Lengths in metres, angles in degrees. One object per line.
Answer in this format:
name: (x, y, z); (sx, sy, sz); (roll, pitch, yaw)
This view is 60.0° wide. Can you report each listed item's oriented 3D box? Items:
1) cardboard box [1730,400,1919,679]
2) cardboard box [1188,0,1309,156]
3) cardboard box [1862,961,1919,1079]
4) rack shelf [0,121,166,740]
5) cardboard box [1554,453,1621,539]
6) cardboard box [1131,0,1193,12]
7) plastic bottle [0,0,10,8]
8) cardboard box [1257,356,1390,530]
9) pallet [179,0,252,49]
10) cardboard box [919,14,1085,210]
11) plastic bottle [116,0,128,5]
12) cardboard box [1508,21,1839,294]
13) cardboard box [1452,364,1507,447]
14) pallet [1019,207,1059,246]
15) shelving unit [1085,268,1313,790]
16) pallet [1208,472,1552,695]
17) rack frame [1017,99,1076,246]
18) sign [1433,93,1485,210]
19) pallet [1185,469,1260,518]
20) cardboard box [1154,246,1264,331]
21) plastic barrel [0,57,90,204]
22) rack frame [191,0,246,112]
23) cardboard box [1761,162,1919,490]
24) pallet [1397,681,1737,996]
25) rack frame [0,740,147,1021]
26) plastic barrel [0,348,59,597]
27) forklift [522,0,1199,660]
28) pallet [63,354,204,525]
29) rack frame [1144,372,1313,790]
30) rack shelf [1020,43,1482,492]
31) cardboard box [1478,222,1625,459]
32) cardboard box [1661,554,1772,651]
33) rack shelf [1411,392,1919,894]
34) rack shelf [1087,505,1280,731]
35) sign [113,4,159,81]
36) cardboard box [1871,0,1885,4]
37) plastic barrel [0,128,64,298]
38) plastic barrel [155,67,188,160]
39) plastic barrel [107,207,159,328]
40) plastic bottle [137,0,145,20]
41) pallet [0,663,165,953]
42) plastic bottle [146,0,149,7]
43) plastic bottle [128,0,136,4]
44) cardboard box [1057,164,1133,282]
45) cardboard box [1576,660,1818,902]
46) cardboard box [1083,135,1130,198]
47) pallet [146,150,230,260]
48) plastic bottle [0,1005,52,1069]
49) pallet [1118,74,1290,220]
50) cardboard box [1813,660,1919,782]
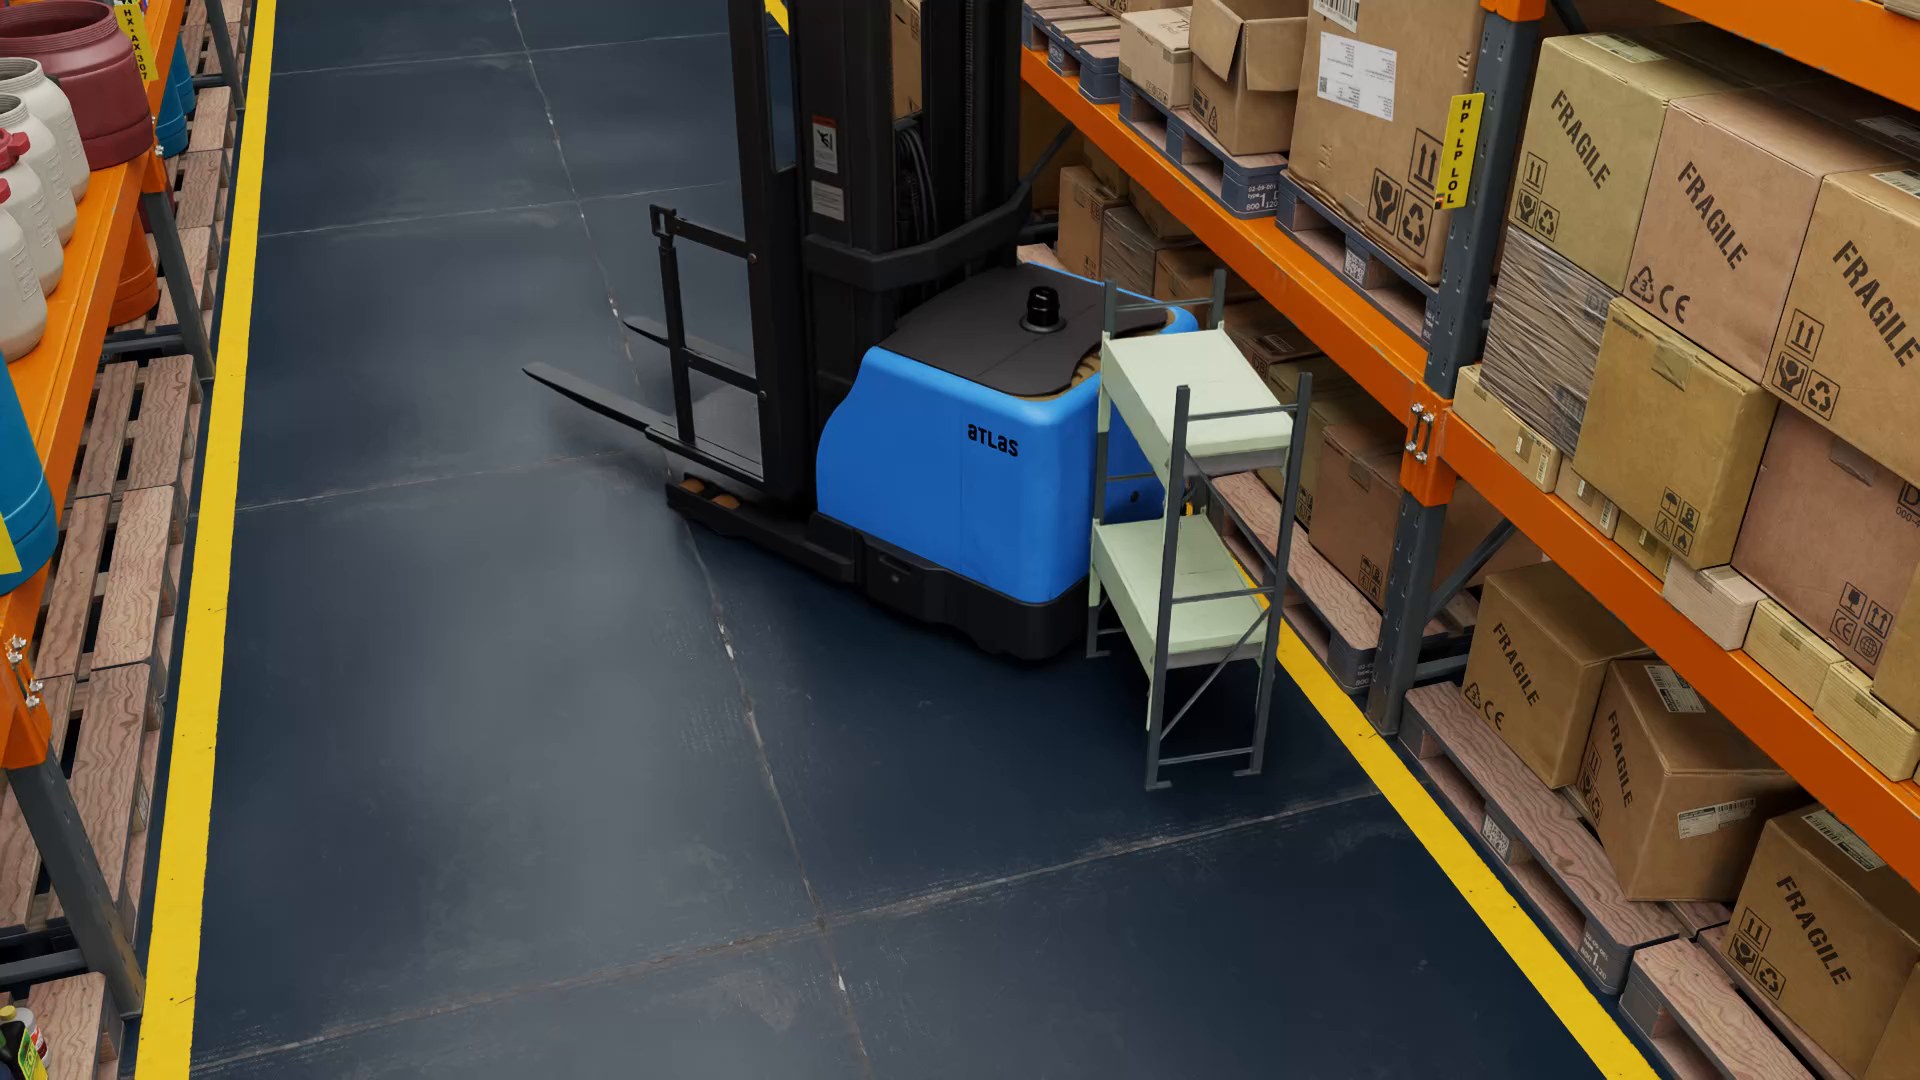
cardboard box: (2.353, -0.090, 3.805); (0.875, 0.500, 0.500); (-10, 35, -15)
cardboard box: (1.291, -1.798, 6.275); (0.797, 0.503, 0.637); (-7, 34, -10)
cardboard box: (2.565, 1.312, 3.929); (0.500, 0.500, 0.500); (-7, 34, -10)
rack shelf: (-3.420, -0.602, 5.592); (1.077, 0.370, 4.000); (-10, 35, -15)
cardboard box: (1.853, -0.156, 4.494); (0.380, 0.149, 0.250); (-10, 35, -15)
cardboard box: (1.156, -2.449, 7.263); (0.700, 0.500, 0.500); (-5, 34, -8)
plastic bottle: (-4.827, -2.765, 8.320); (0.061, 0.283, 0.133); (-10, 35, -15)
cardboard box: (1.613, -0.405, 6.510); (0.700, 0.500, 0.500); (-10, 35, -15)
pallet: (-5.887, -3.910, 12.475); (1.003, 0.211, 1.213); (-10, 35, -15)
cardboard box: (0.497, -2.439, 9.267); (1.225, 0.875, 0.875); (-12, 35, -17)
plastic bottle: (-3.992, -2.506, 7.927); (0.061, 0.283, 0.133); (-10, 35, -15)
cardboard box: (1.803, -0.989, 4.258); (0.500, 0.500, 0.500); (-10, 35, -15)
cardboard box: (1.687, -0.416, 4.887); (0.380, 0.149, 0.250); (-10, 35, -15)
pallet: (0.519, -2.048, 9.658); (1.003, 0.211, 1.213); (-10, 35, -15)
shelving unit: (0.734, -0.024, 5.426); (0.431, 1.500, 0.755); (-7, 34, -10)
pallet: (1.668, 0.070, 6.452); (1.003, 0.211, 1.213); (-10, 35, -15)
rack frame: (0.687, -2.785, 8.244); (1.000, 3.000, 0.127); (-10, 35, -15)
sign: (1.380, -1.073, 4.602); (0.100, 0.325, 0.005); (-10, 35, -15)
pallet: (1.293, -0.572, 7.423); (1.003, 0.211, 1.213); (-10, 35, -15)
cardboard box: (1.272, -0.992, 7.398); (0.700, 0.500, 0.500); (-7, 34, -11)
plastic barrel: (-3.512, -1.494, 6.189); (0.421, 0.512, 0.421); (0, 33, 0)
rack frame: (-5.250, -4.052, 10.161); (1.000, 3.000, 0.127); (-10, 35, -15)
cardboard box: (2.108, -0.464, 3.464); (0.500, 0.500, 0.500); (-10, 35, -15)
pallet: (2.146, 0.825, 5.310); (1.003, 0.211, 1.213); (-10, 35, -15)
rack frame: (-2.810, 0.148, 3.805); (1.000, 3.000, 0.127); (-10, 35, -15)
plastic barrel: (-2.639, -0.315, 4.051); (0.600, 0.901, 0.708); (-10, 35, -15)
forklift: (-0.587, -1.449, 6.285); (3.031, 2.935, 1.130); (23, 40, 31)
pallet: (-3.830, -0.375, 7.126); (1.003, 0.211, 1.213); (-10, 35, -15)
rack frame: (0.809, 0.174, 5.127); (0.400, 1.500, 0.023); (-7, 34, -10)
rack shelf: (1.297, -1.435, 6.853); (1.077, 0.370, 4.000); (-10, 35, -15)
cardboard box: (1.986, -0.604, 4.583); (0.875, 0.500, 0.500); (-10, 35, -15)
cardboard box: (1.975, 0.111, 4.088); (0.380, 0.149, 0.250); (-10, 35, -15)
rack shelf: (2.517, 0.665, 3.675); (1.077, 0.370, 4.000); (-10, 35, -15)
rack shelf: (0.734, 0.248, 5.606); (0.431, 0.370, 0.720); (-7, 34, -10)
sign: (-3.508, -2.116, 7.084); (0.100, 0.325, 0.005); (-10, 35, -15)
cardboard box: (1.967, -1.317, 3.438); (0.500, 0.250, 0.500); (-10, 35, -15)
plastic barrel: (-3.248, -1.060, 5.510); (0.433, 0.535, 0.433); (0, 33, 0)
plastic barrel: (-4.884, -2.692, 9.625); (0.600, 0.901, 0.708); (-10, 35, -15)
plastic barrel: (-4.195, -1.476, 7.850); (0.600, 0.830, 0.708); (-10, 35, -15)
plastic bottle: (-4.145, -2.731, 8.278); (0.097, 0.271, 0.097); (0, 33, 0)
pallet: (-3.086, 0.906, 5.188); (1.003, 0.211, 1.213); (-10, 35, -15)
plastic bottle: (-4.215, -2.852, 8.461); (0.097, 0.271, 0.097); (0, 33, 0)
plastic bottle: (-4.063, -2.627, 8.110); (0.061, 0.283, 0.133); (-10, 35, -15)
cardboard box: (0.911, -1.577, 8.284); (0.700, 0.500, 0.500); (-12, 35, -17)
cardboard box: (2.173, 0.699, 4.858); (0.500, 0.500, 0.500); (0, 33, 1)
cardboard box: (0.920, -1.892, 8.080); (0.500, 0.250, 0.500); (-9, 34, -13)
pallet: (-4.678, -1.835, 9.335); (1.003, 0.211, 1.213); (-10, 35, -15)
plastic bottle: (-2.402, 1.270, 4.246); (0.097, 0.201, 0.097); (0, 33, 0)
pallet: (1.330, -1.672, 6.734); (1.003, 0.211, 1.213); (-10, 35, -15)
cardboard box: (2.157, 0.369, 3.699); (0.380, 0.149, 0.250); (-10, 35, -15)
